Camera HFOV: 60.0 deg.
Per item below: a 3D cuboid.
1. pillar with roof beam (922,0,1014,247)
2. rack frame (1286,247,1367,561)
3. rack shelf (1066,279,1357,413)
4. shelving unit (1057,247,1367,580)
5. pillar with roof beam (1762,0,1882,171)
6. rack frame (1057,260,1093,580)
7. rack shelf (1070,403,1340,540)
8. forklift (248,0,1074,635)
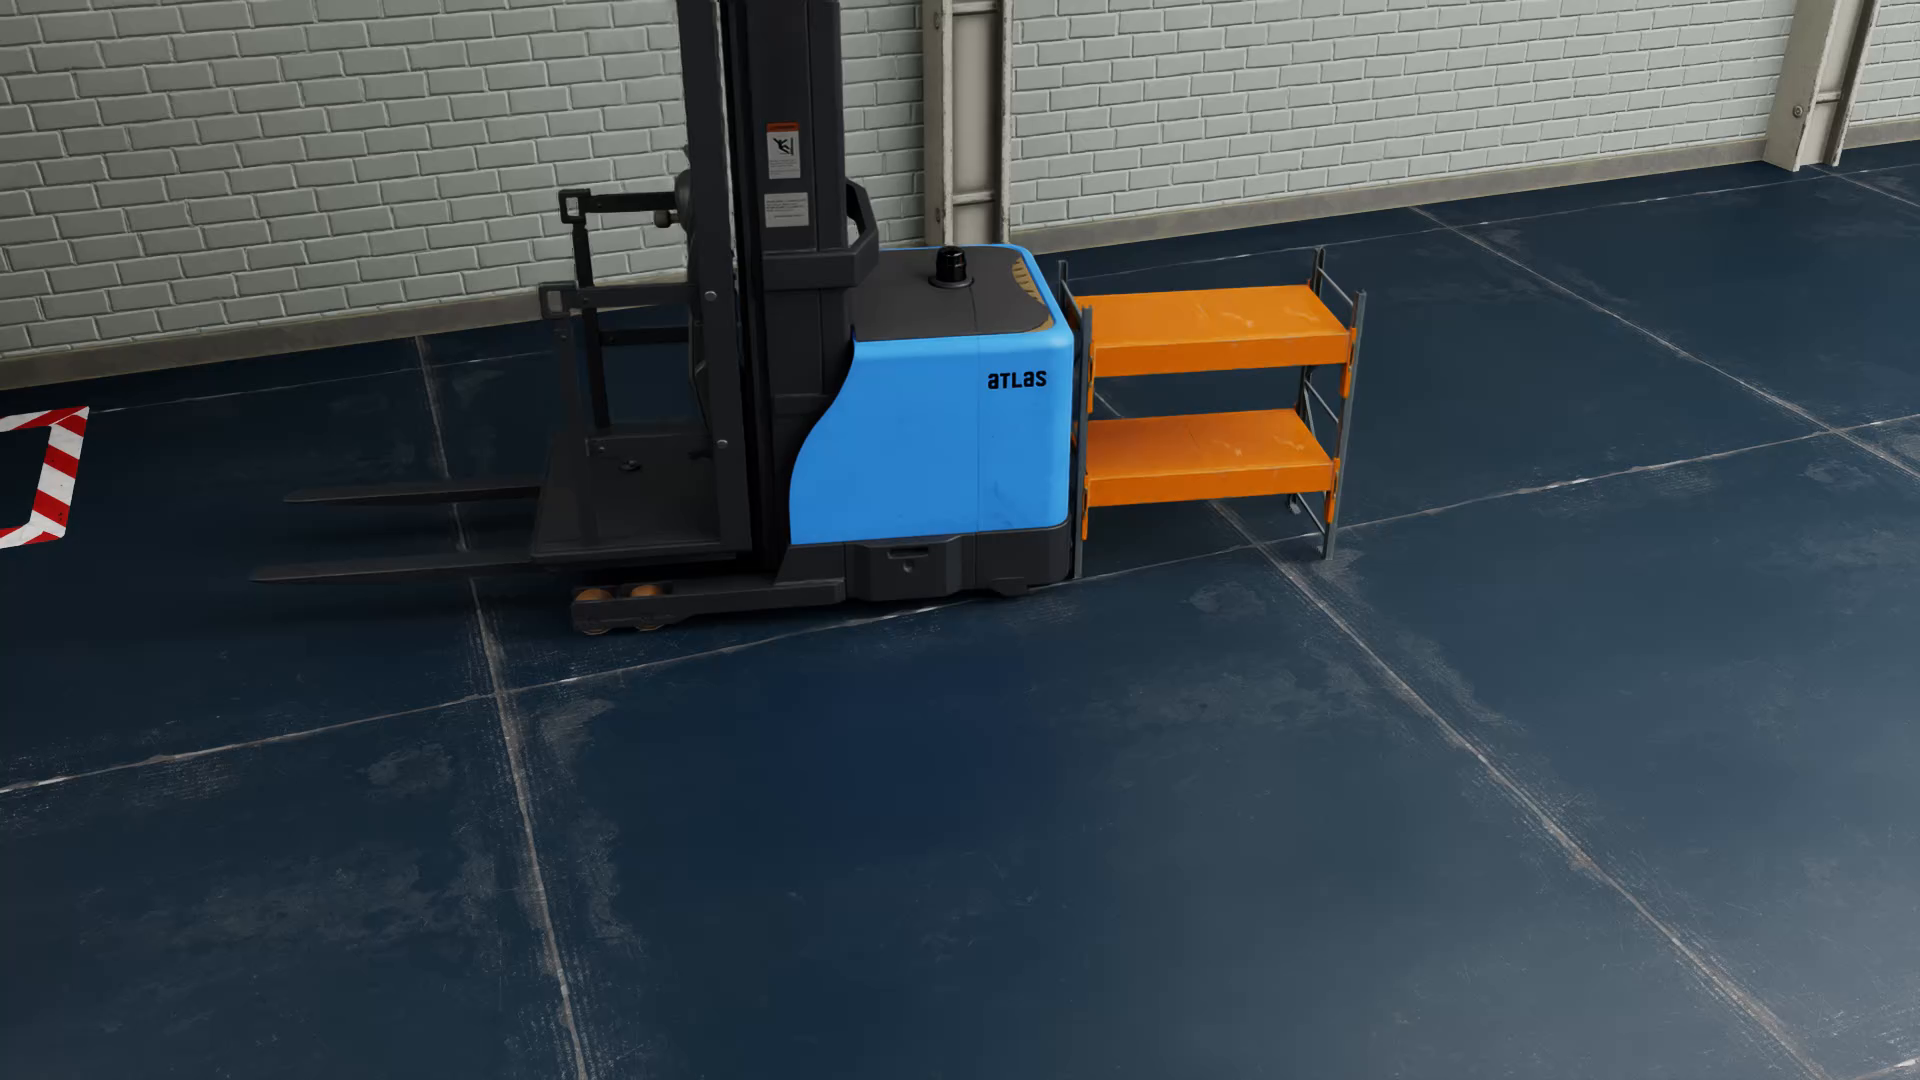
[{"bbox_3d":[1.541,-3.430,3.681,0.400,9.000,9.100,-10,31,-18],"label":"pillar with roof beam"},{"bbox_3d":[1.430,-0.528,6.541,0.032,1.125,0.500,-4,30,-7],"label":"rack frame"},{"bbox_3d":[0.927,-0.747,6.334,1.000,0.278,0.538,-4,30,-7],"label":"rack shelf"},{"bbox_3d":[0.927,-0.493,6.479,1.048,1.125,0.538,-4,30,-7],"label":"shelving unit"},{"bbox_3d":[7.165,-4.466,5.499,0.400,9.000,9.100,-10,31,-18],"label":"pillar with roof beam"},{"bbox_3d":[0.424,-0.458,6.417,0.032,1.125,0.500,-4,30,-7],"label":"rack frame"},{"bbox_3d":[0.927,-0.280,6.600,1.000,0.278,0.538,-4,30,-7],"label":"rack shelf"},{"bbox_3d":[-1.139,-1.204,5.902,3.031,2.935,1.130,-4,30,-7],"label":"forklift"}]
